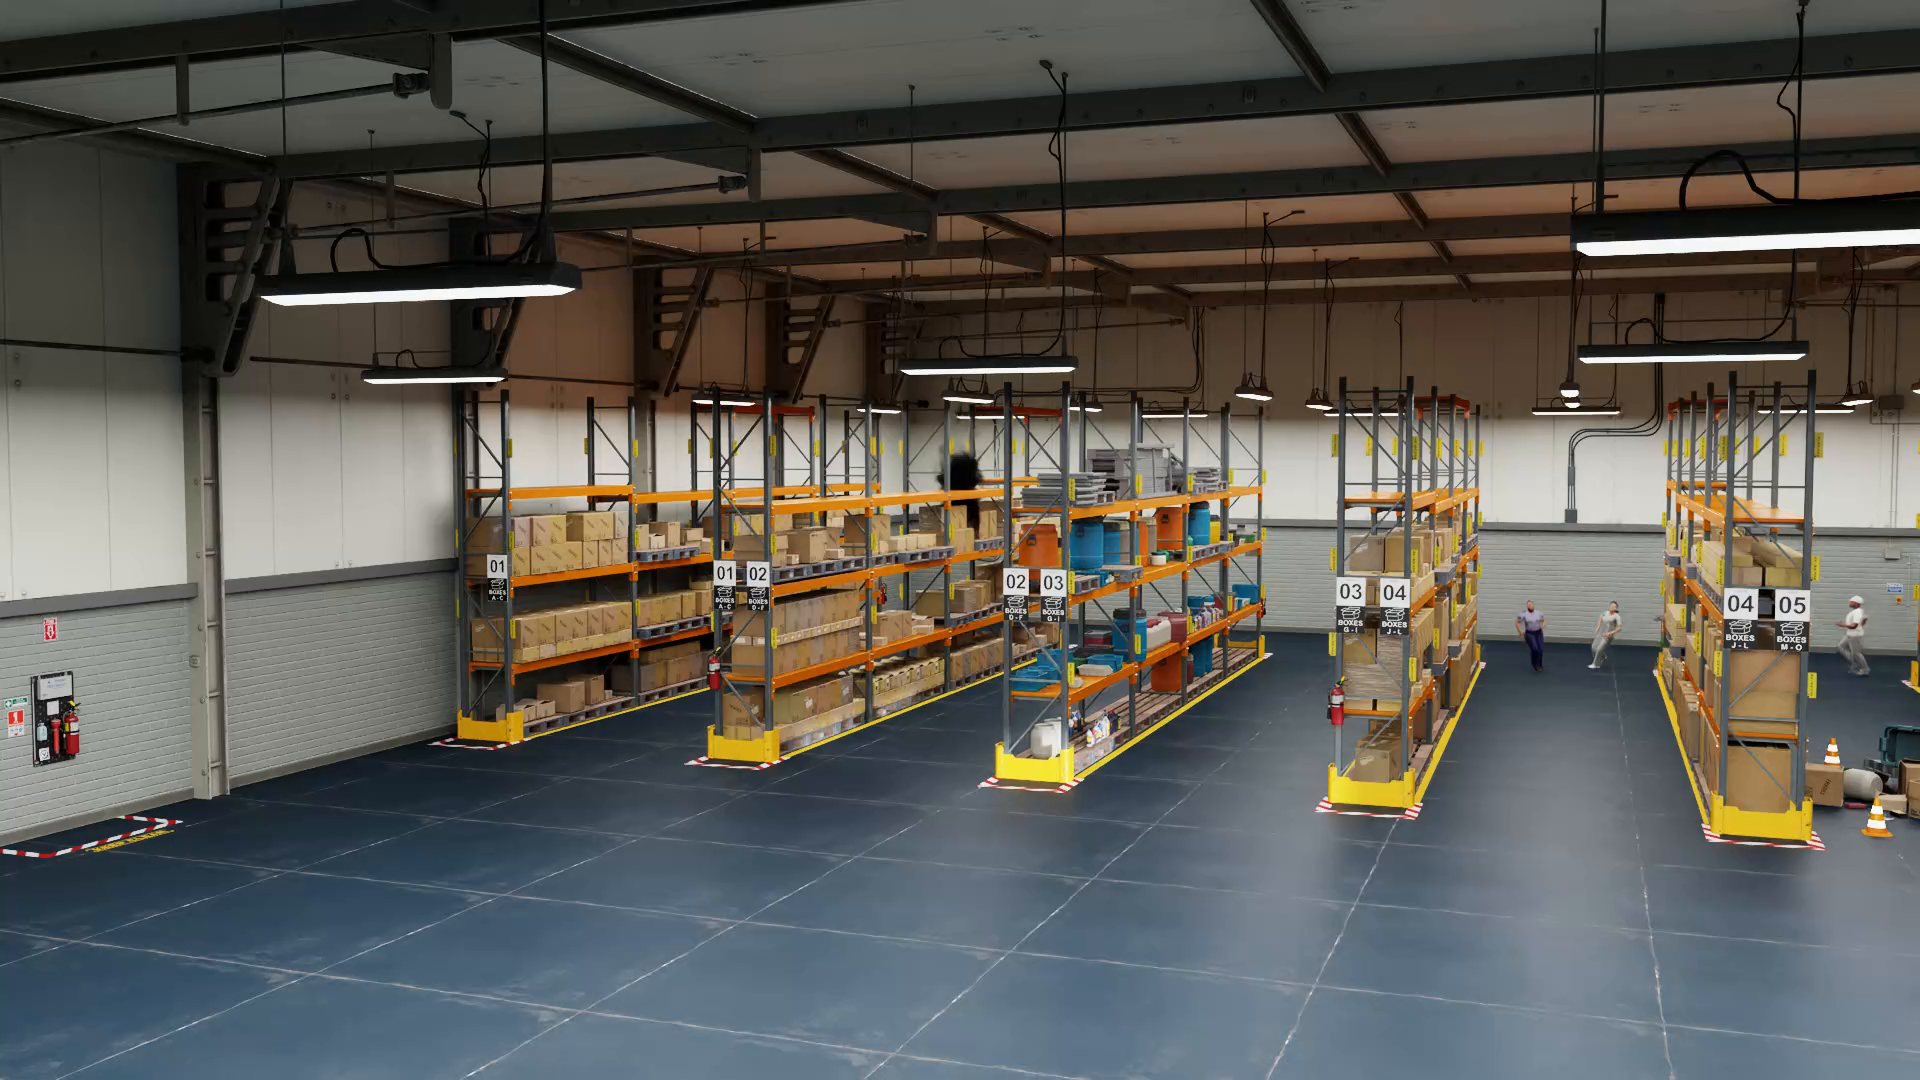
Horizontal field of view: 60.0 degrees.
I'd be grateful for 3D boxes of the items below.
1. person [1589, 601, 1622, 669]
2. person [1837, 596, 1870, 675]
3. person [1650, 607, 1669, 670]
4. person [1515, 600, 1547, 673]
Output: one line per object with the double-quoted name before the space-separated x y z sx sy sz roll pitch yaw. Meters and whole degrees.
"person" 14.600 2.144 37.578 0.561 1.562 0.763 -2 4 -38
"person" 19.644 2.109 36.589 0.695 1.771 0.675 1 3 19
"person" 16.048 2.049 37.536 0.842 1.789 0.669 0 3 3
"person" 12.839 2.200 37.272 0.662 1.546 0.619 0 3 0
